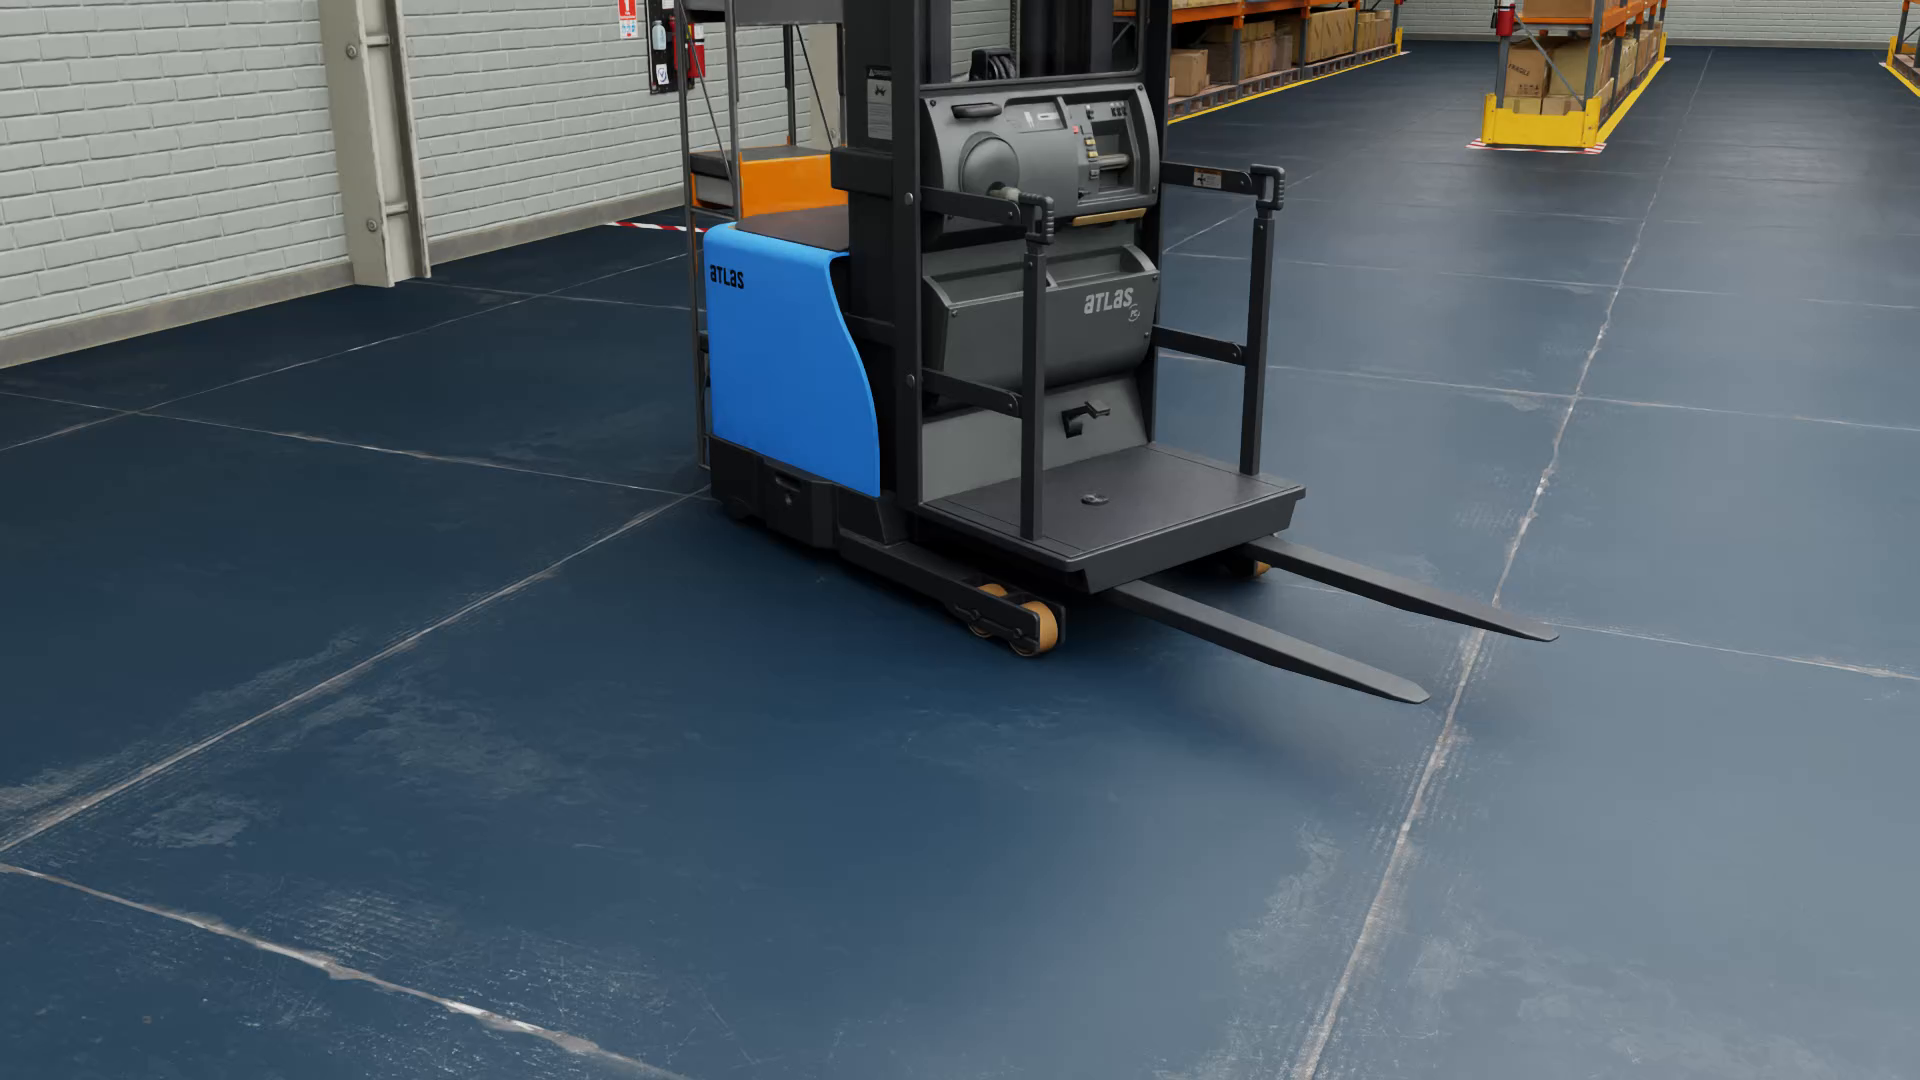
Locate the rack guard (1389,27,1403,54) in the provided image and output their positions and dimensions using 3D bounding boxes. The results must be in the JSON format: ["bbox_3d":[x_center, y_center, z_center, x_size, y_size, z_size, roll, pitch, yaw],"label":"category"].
[{"bbox_3d":[8.340,-10.134,33.719,1.175,0.500,0.348,9,21,23],"label":"rack guard"}]

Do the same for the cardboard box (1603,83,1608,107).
[{"bbox_3d":[7.542,-5.382,20.103,0.500,0.250,0.500,9,21,23],"label":"cardboard box"}]

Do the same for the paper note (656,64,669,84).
[{"bbox_3d":[-2.363,-3.702,13.217,0.016,0.148,0.142,9,21,23],"label":"paper note"}]

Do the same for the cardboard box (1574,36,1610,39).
[{"bbox_3d":[9.744,-7.528,25.735,0.500,0.500,0.500,9,22,25],"label":"cardboard box"}]

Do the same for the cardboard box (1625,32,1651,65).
[{"bbox_3d":[10.857,-7.940,26.891,0.500,0.500,0.500,9,21,23],"label":"cardboard box"}]

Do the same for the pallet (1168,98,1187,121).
[{"bbox_3d":[2.175,-5.366,20.744,1.003,0.211,1.213,9,21,23],"label":"pallet"}]

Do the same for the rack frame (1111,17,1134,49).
[{"bbox_3d":[1.779,-6.414,19.526,1.000,3.000,0.127,9,21,23],"label":"rack frame"}]

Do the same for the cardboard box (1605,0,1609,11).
[{"bbox_3d":[7.342,-6.553,19.770,0.700,0.500,0.500,9,21,24],"label":"cardboard box"}]

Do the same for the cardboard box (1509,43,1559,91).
[{"bbox_3d":[6.644,-5.503,19.324,0.500,0.500,0.500,9,21,23],"label":"cardboard box"}]

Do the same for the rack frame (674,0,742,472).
[{"bbox_3d":[-0.938,-1.238,6.315,0.015,2.100,0.400,-15,24,-36],"label":"rack frame"}]

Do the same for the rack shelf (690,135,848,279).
[{"bbox_3d":[-0.747,-1.276,6.463,0.480,0.518,0.431,-15,24,-36],"label":"rack shelf"}]

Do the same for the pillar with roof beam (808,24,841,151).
[{"bbox_3d":[2.747,-7.148,12.638,9.100,9.000,0.400,9,21,23],"label":"pillar with roof beam"}]

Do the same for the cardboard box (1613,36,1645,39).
[{"bbox_3d":[10.232,-7.471,25.573,0.500,0.500,0.500,8,21,21],"label":"cardboard box"}]

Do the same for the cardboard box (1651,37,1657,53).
[{"bbox_3d":[12.437,-9.052,30.391,0.500,0.250,0.500,9,21,23],"label":"cardboard box"}]

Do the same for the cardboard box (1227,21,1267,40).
[{"bbox_3d":[4.311,-7.691,25.074,0.500,0.250,0.500,8,21,22],"label":"cardboard box"}]

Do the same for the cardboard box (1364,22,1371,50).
[{"bbox_3d":[7.301,-9.470,31.224,0.700,0.500,0.500,8,21,22],"label":"cardboard box"}]

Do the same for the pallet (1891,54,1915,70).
[{"bbox_3d":[16.996,-8.385,29.230,1.003,0.211,1.213,9,21,23],"label":"pallet"}]

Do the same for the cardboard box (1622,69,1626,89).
[{"bbox_3d":[8.749,-6.264,22.583,0.500,0.250,0.500,8,21,21],"label":"cardboard box"}]

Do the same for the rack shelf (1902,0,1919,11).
[{"bbox_3d":[16.550,-8.995,27.859,1.077,0.370,4.000,9,21,23],"label":"rack shelf"}]

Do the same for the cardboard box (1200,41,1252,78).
[{"bbox_3d":[3.869,-7.058,24.412,0.700,0.500,0.500,8,21,22],"label":"cardboard box"}]

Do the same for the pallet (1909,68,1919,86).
[{"bbox_3d":[15.377,-7.179,25.839,1.003,0.211,1.213,9,21,23],"label":"pallet"}]

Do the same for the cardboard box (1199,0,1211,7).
[{"bbox_3d":[2.891,-6.928,21.166,0.500,0.250,0.500,9,21,23],"label":"cardboard box"}]

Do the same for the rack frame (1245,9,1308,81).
[{"bbox_3d":[5.055,-8.859,26.403,1.000,3.000,0.127,9,21,23],"label":"rack frame"}]

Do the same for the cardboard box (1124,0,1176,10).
[{"bbox_3d":[2.268,-6.458,19.845,0.500,0.250,0.500,8,21,21],"label":"cardboard box"}]

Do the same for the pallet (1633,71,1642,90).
[{"bbox_3d":[9.916,-7.090,25.589,1.003,0.211,1.213,9,21,23],"label":"pallet"}]

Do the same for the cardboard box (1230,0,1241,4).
[{"bbox_3d":[3.499,-7.389,22.462,0.500,0.250,0.500,9,21,23],"label":"cardboard box"}]

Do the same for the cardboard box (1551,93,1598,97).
[{"bbox_3d":[6.923,-4.924,18.815,0.500,0.250,0.500,9,21,23],"label":"cardboard box"}]

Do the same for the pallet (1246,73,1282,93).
[{"bbox_3d":[4.232,-6.935,25.154,1.003,0.211,1.213,9,21,23],"label":"pallet"}]

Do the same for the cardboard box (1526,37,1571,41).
[{"bbox_3d":[7.264,-5.961,20.611,0.500,0.500,0.500,9,21,23],"label":"cardboard box"}]

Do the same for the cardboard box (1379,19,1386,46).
[{"bbox_3d":[7.930,-9.944,32.558,0.700,0.500,0.500,8,21,23],"label":"cardboard box"}]

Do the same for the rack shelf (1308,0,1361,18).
[{"bbox_3d":[5.874,-9.132,28.243,1.077,0.370,4.000,9,21,23],"label":"rack shelf"}]

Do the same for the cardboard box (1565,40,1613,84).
[{"bbox_3d":[7.530,-5.737,19.982,0.500,0.500,0.500,9,21,23],"label":"cardboard box"}]

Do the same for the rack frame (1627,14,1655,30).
[{"bbox_3d":[11.213,-9.403,27.933,1.000,3.000,0.127,9,21,23],"label":"rack frame"}]

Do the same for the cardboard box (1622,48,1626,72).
[{"bbox_3d":[8.544,-6.369,22.040,0.500,0.311,0.500,8,21,22],"label":"cardboard box"}]

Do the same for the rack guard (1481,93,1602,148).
[{"bbox_3d":[6.290,-4.550,18.017,1.175,0.500,0.348,9,21,23],"label":"rack guard"}]

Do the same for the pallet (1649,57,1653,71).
[{"bbox_3d":[11.495,-8.299,28.990,1.003,0.211,1.213,9,21,23],"label":"pallet"}]

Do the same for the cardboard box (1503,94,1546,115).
[{"bbox_3d":[6.249,-4.842,18.584,0.500,0.250,0.500,9,21,23],"label":"cardboard box"}]

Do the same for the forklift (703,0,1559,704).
[{"bbox_3d":[0.410,-1.221,5.028,1.130,2.935,3.031,-16,25,-38],"label":"forklift"}]

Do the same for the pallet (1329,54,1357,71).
[{"bbox_3d":[6.445,-8.522,29.616,1.003,0.211,1.213,9,21,23],"label":"pallet"}]

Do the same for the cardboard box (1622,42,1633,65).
[{"bbox_3d":[9.169,-6.840,23.364,0.500,0.311,0.500,8,21,22],"label":"cardboard box"}]

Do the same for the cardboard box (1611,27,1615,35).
[{"bbox_3d":[10.179,-8.213,26.540,0.500,0.250,0.500,8,21,22],"label":"cardboard box"}]

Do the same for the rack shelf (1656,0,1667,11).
[{"bbox_3d":[12.032,-9.676,29.773,1.077,0.370,4.000,9,21,23],"label":"rack shelf"}]

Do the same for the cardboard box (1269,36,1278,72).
[{"bbox_3d":[4.490,-7.520,25.711,0.700,0.500,0.500,9,21,23],"label":"cardboard box"}]

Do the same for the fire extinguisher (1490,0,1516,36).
[{"bbox_3d":[5.827,-5.726,17.709,0.296,0.674,0.183,9,21,23],"label":"fire extinguisher"}]

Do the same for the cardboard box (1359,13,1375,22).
[{"bbox_3d":[7.613,-9.861,31.357,0.380,0.149,0.250,8,21,21],"label":"cardboard box"}]

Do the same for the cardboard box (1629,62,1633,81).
[{"bbox_3d":[9.375,-6.731,23.895,0.500,0.250,0.500,8,21,22],"label":"cardboard box"}]

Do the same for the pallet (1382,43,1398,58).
[{"bbox_3d":[8.074,-9.736,33.029,1.003,0.211,1.213,9,21,23],"label":"pallet"}]

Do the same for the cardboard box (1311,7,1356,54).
[{"bbox_3d":[6.545,-9.050,29.522,0.750,0.750,0.750,9,21,23],"label":"cardboard box"}]

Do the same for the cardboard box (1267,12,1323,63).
[{"bbox_3d":[5.475,-8.251,27.274,0.750,0.750,0.750,8,21,22],"label":"cardboard box"}]

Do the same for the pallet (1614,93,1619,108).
[{"bbox_3d":[8.204,-5.875,22.172,1.003,0.211,1.213,9,21,23],"label":"pallet"}]

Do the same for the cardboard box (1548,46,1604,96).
[{"bbox_3d":[6.925,-5.277,18.689,0.500,0.500,0.500,9,21,23],"label":"cardboard box"}]

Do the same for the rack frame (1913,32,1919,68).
[{"bbox_3d":[15.731,-8.723,26.019,1.000,3.000,0.127,9,21,23],"label":"rack frame"}]

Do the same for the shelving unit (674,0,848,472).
[{"bbox_3d":[-0.747,-1.288,6.458,0.503,2.100,0.431,-15,24,-36],"label":"shelving unit"}]

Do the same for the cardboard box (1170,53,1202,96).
[{"bbox_3d":[2.724,-6.034,21.533,0.700,0.500,0.500,7,21,19],"label":"cardboard box"}]
